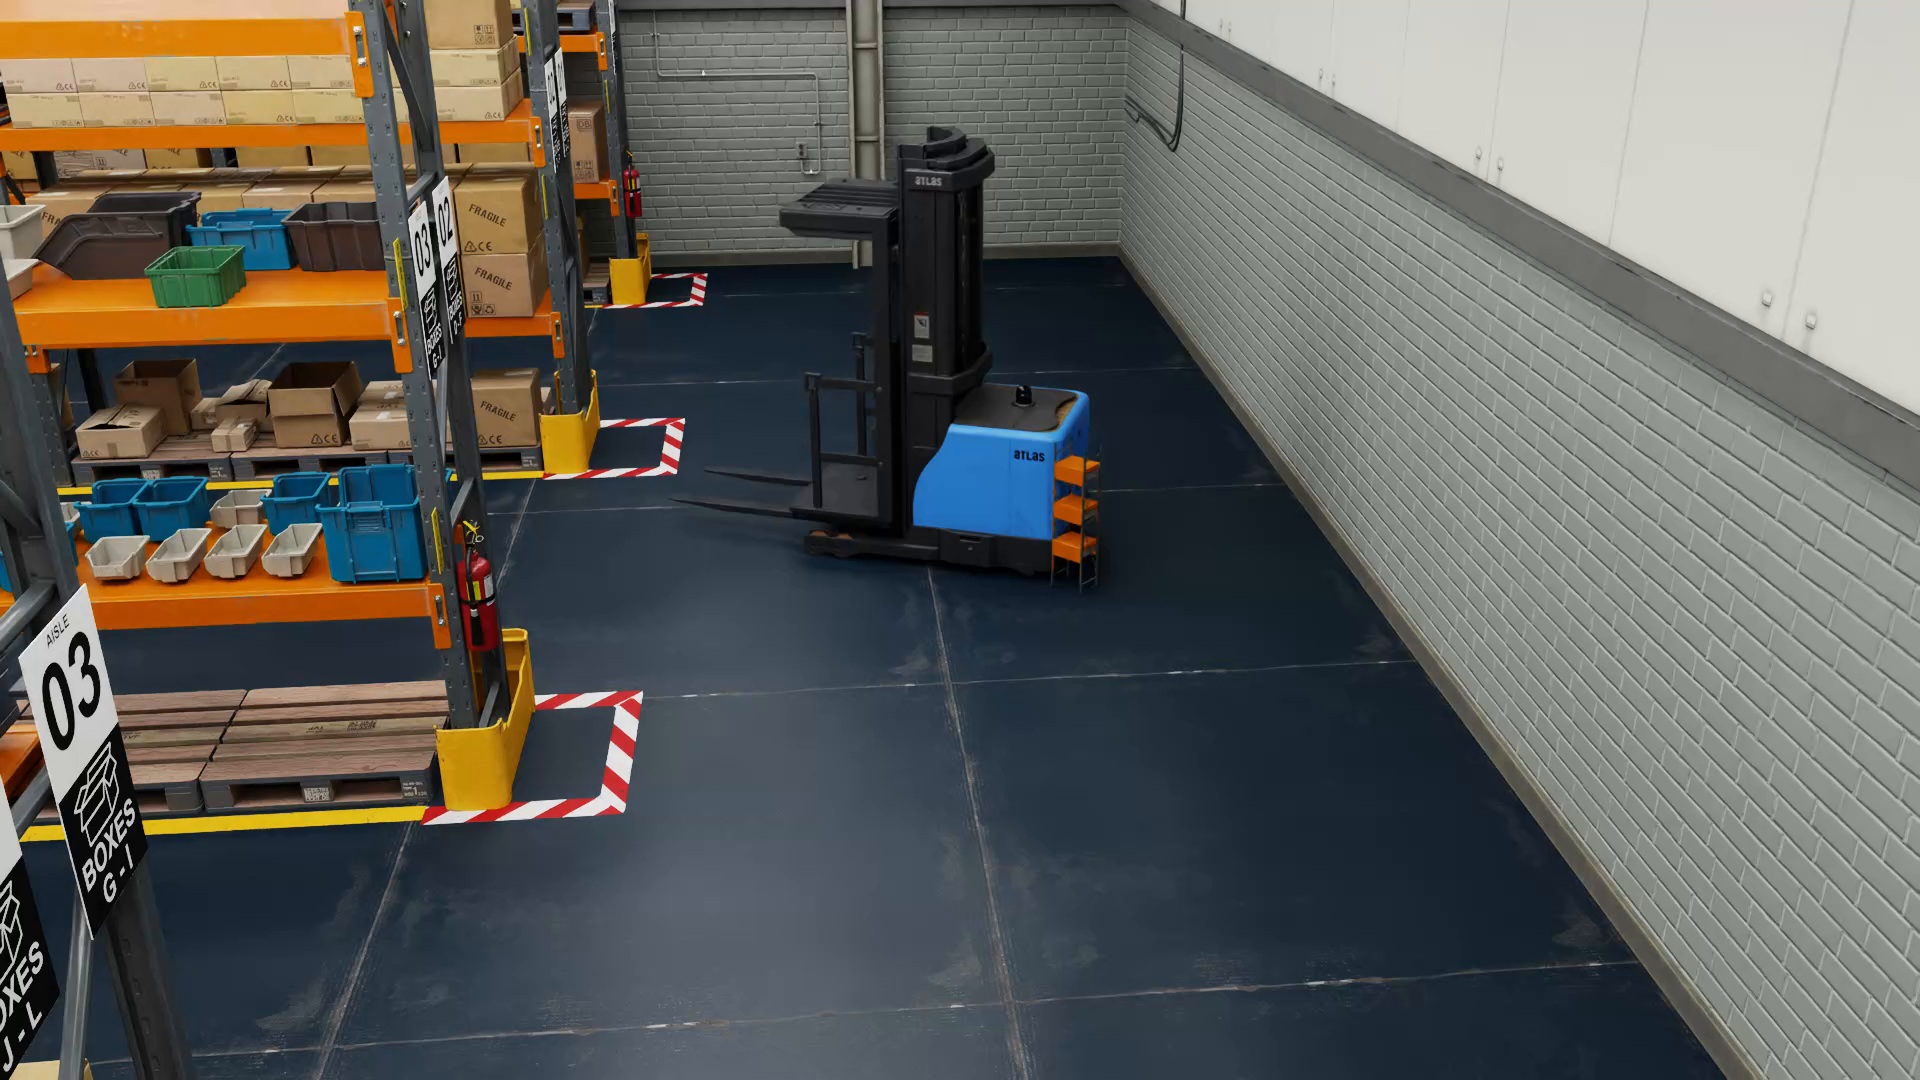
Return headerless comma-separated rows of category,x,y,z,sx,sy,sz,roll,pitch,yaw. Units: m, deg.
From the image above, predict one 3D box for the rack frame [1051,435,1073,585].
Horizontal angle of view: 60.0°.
rack frame,0.698,-0.196,11.399,0.008,1.050,0.200,19,30,36

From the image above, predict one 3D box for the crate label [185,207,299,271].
crate label,-3.640,-1.539,8.509,0.502,0.251,0.408,-2,24,-5

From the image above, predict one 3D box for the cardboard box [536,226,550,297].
cardboard box,-3.640,-2.279,13.561,0.500,0.500,0.500,-2,24,-4

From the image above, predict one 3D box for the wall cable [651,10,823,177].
wall cable,-2.482,-5.044,18.655,1.851,1.984,0.084,-2,24,-5

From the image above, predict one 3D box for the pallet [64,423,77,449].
pallet,-7.959,-0.663,13.481,1.213,0.211,1.003,-2,24,-5

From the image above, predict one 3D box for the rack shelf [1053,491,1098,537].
rack shelf,0.792,-0.155,11.332,0.240,0.259,0.215,19,30,36

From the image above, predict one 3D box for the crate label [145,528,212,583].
crate label,-4.048,0.083,8.620,0.243,0.136,0.396,-2,24,-5

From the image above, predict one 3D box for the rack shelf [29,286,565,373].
rack shelf,-5.163,-1.736,13.348,4.000,0.370,1.077,-2,24,-5

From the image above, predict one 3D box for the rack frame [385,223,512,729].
rack frame,-2.690,-0.142,8.877,0.127,3.000,1.000,-2,24,-5

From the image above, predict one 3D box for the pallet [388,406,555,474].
pallet,-4.042,-0.835,13.869,1.213,0.211,1.003,-2,24,-5

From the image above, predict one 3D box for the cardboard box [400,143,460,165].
cardboard box,-5.652,-4.199,17.634,0.700,0.700,0.980,-3,24,-8

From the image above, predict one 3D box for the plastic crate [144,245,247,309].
plastic crate,-3.643,-1.261,7.962,0.336,0.188,0.450,-2,24,-5

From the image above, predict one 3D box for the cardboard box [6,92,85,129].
cardboard box,-6.645,-3.206,12.262,0.500,0.250,0.500,-2,24,-5

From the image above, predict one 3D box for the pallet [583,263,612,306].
pallet,-4.451,-2.809,18.309,1.213,0.211,1.003,-2,24,-5

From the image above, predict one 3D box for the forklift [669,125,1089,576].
forklift,-0.627,-1.411,11.816,3.031,2.935,1.130,7,25,14

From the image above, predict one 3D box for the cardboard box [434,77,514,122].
cardboard box,-3.658,-3.319,12.517,0.500,0.250,0.500,-2,24,-5

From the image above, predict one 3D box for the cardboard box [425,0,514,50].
cardboard box,-3.682,-3.991,12.488,0.500,0.500,0.700,-2,24,-5

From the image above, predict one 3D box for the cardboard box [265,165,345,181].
cardboard box,-5.164,-2.673,13.217,0.500,0.500,0.500,-3,24,-6

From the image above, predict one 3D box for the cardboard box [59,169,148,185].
cardboard box,-6.676,-2.612,13.080,0.500,0.500,0.500,-2,24,-5

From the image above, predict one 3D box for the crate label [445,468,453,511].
crate label,-2.968,-0.216,9.176,0.303,0.233,0.416,-2,24,-5

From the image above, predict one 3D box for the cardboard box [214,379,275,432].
cardboard box,-5.868,-1.124,13.855,0.500,0.311,0.500,-2,24,-5

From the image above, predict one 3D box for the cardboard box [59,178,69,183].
cardboard box,-9.221,-3.720,17.212,0.250,0.149,0.380,-3,24,-7

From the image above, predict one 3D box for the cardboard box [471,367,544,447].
cardboard box,-3.690,-1.082,13.527,0.500,0.500,0.500,-2,24,-5

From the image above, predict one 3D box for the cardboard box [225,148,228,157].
cardboard box,-8.127,-4.261,17.630,0.500,0.500,0.500,-3,24,-7

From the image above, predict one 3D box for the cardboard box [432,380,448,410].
cardboard box,-4.239,-1.162,14.015,0.500,0.250,0.500,-2,24,-5

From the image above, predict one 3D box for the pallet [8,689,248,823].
pallet,-4.725,1.197,9.298,1.213,0.211,1.003,-2,24,-5

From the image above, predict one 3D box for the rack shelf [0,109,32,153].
rack shelf,-9.144,-2.947,12.379,4.000,0.370,1.077,-2,24,-5

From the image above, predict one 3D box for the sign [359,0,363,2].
sign,-2.619,-2.514,7.225,0.005,0.325,0.100,-2,24,-5

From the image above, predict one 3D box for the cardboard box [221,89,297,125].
cardboard box,-5.152,-3.265,12.395,0.500,0.250,0.500,-2,24,-5

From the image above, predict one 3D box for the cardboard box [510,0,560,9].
cardboard box,-4.366,-5.550,16.894,0.500,0.250,0.500,-2,24,-4

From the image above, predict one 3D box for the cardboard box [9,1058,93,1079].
cardboard box,-2.707,1.703,4.545,0.500,0.250,0.500,-3,24,-7

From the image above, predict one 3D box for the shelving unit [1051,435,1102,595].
shelving unit,0.792,-0.165,11.327,0.252,1.050,0.215,19,30,36

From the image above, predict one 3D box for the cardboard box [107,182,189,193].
cardboard box,-6.143,-2.413,12.632,0.500,0.500,0.500,-3,24,-7

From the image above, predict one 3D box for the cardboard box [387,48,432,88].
cardboard box,-4.157,-3.531,12.378,0.500,0.250,0.500,-2,24,-5

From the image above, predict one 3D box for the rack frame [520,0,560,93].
rack frame,-3.173,-4.886,12.163,0.127,3.000,1.000,-2,24,-5

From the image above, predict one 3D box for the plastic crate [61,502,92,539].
plastic crate,-4.967,-0.080,8.988,0.466,0.136,0.293,-2,24,-5

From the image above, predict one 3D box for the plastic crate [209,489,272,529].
plastic crate,-3.970,-0.166,9.181,0.298,0.136,0.250,-2,24,-5

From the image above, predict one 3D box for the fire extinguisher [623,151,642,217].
fire extinguisher,-3.468,-3.760,17.571,0.183,0.674,0.296,-2,24,-5

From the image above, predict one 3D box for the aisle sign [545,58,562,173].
aisle sign,-3.075,-3.211,12.581,0.004,0.787,0.394,-2,24,-5

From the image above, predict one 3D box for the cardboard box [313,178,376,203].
cardboard box,-4.607,-2.475,12.771,0.500,0.500,0.500,-2,24,-4

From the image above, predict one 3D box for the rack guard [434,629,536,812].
rack guard,-2.667,0.994,9.398,0.348,0.500,1.175,-2,24,-5

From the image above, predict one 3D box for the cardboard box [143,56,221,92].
cardboard box,-5.649,-3.470,12.240,0.500,0.250,0.500,-2,24,-5

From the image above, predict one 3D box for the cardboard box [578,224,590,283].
cardboard box,-4.350,-3.128,18.154,0.500,0.500,0.700,-2,24,-5

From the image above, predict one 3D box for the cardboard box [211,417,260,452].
cardboard box,-5.855,-0.859,13.436,0.250,0.166,0.380,-2,24,-5

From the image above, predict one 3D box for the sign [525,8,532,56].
sign,-3.138,-3.695,12.086,0.005,0.325,0.100,-2,24,-5

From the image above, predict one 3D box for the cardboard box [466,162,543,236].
cardboard box,-3.640,-2.736,13.358,0.500,0.500,0.500,-2,24,-4

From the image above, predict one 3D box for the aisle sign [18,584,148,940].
aisle sign,-2.161,0.548,4.124,0.004,0.787,0.394,-2,24,-5

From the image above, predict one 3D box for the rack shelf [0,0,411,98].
rack shelf,-4.680,-2.292,7.706,4.000,0.370,1.077,-2,24,-5

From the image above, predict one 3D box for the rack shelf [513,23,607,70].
rack shelf,-5.654,-5.109,17.243,4.000,0.370,1.077,-2,24,-5

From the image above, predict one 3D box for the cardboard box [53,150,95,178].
cardboard box,-9.086,-4.016,17.079,0.500,0.500,0.500,-2,24,-5

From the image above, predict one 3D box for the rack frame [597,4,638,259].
rack frame,-3.663,-4.146,17.886,0.127,3.000,1.000,-2,24,-5
